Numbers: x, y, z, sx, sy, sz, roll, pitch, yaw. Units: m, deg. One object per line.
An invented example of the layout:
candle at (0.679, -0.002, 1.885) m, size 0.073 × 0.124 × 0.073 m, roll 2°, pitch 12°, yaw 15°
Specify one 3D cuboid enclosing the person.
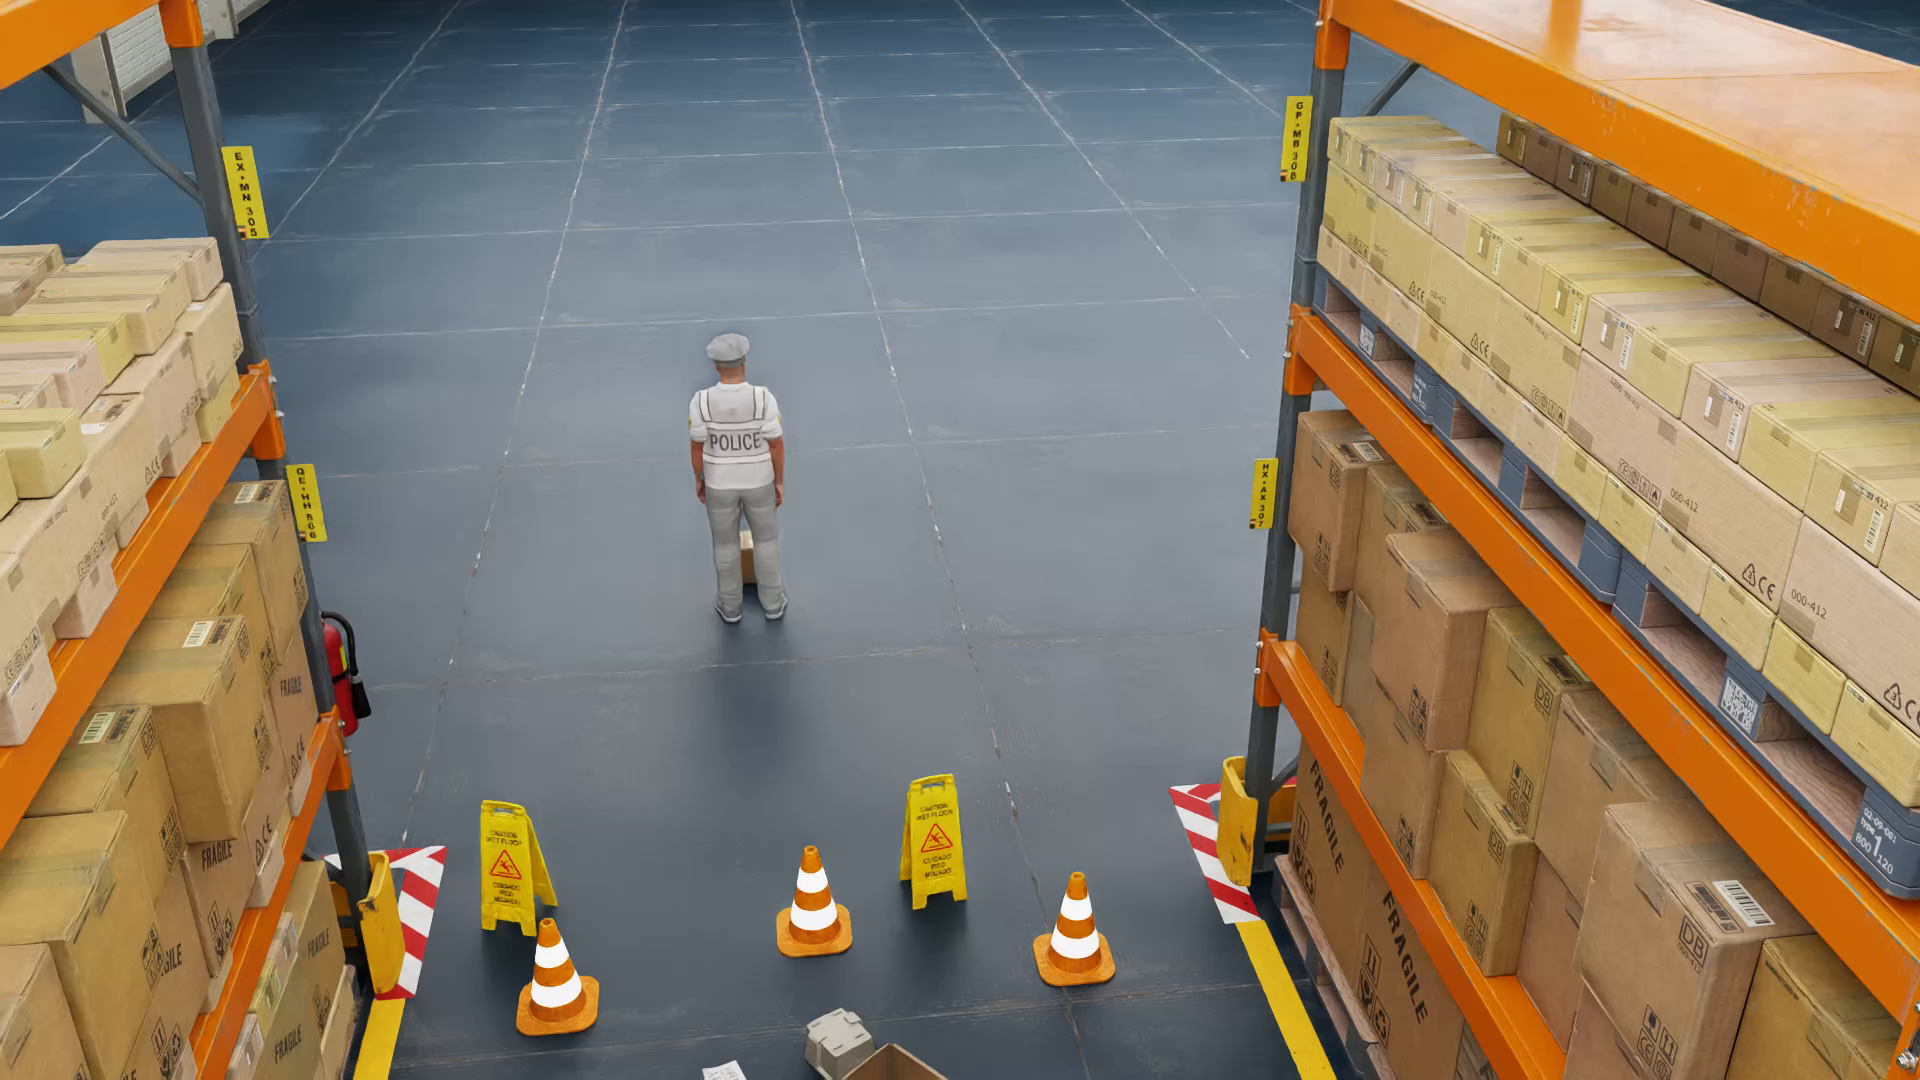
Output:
person at (-1.291, -0.354, 9.740) m, size 0.539 × 1.769 × 0.392 m, roll -3°, pitch 27°, yaw -6°
